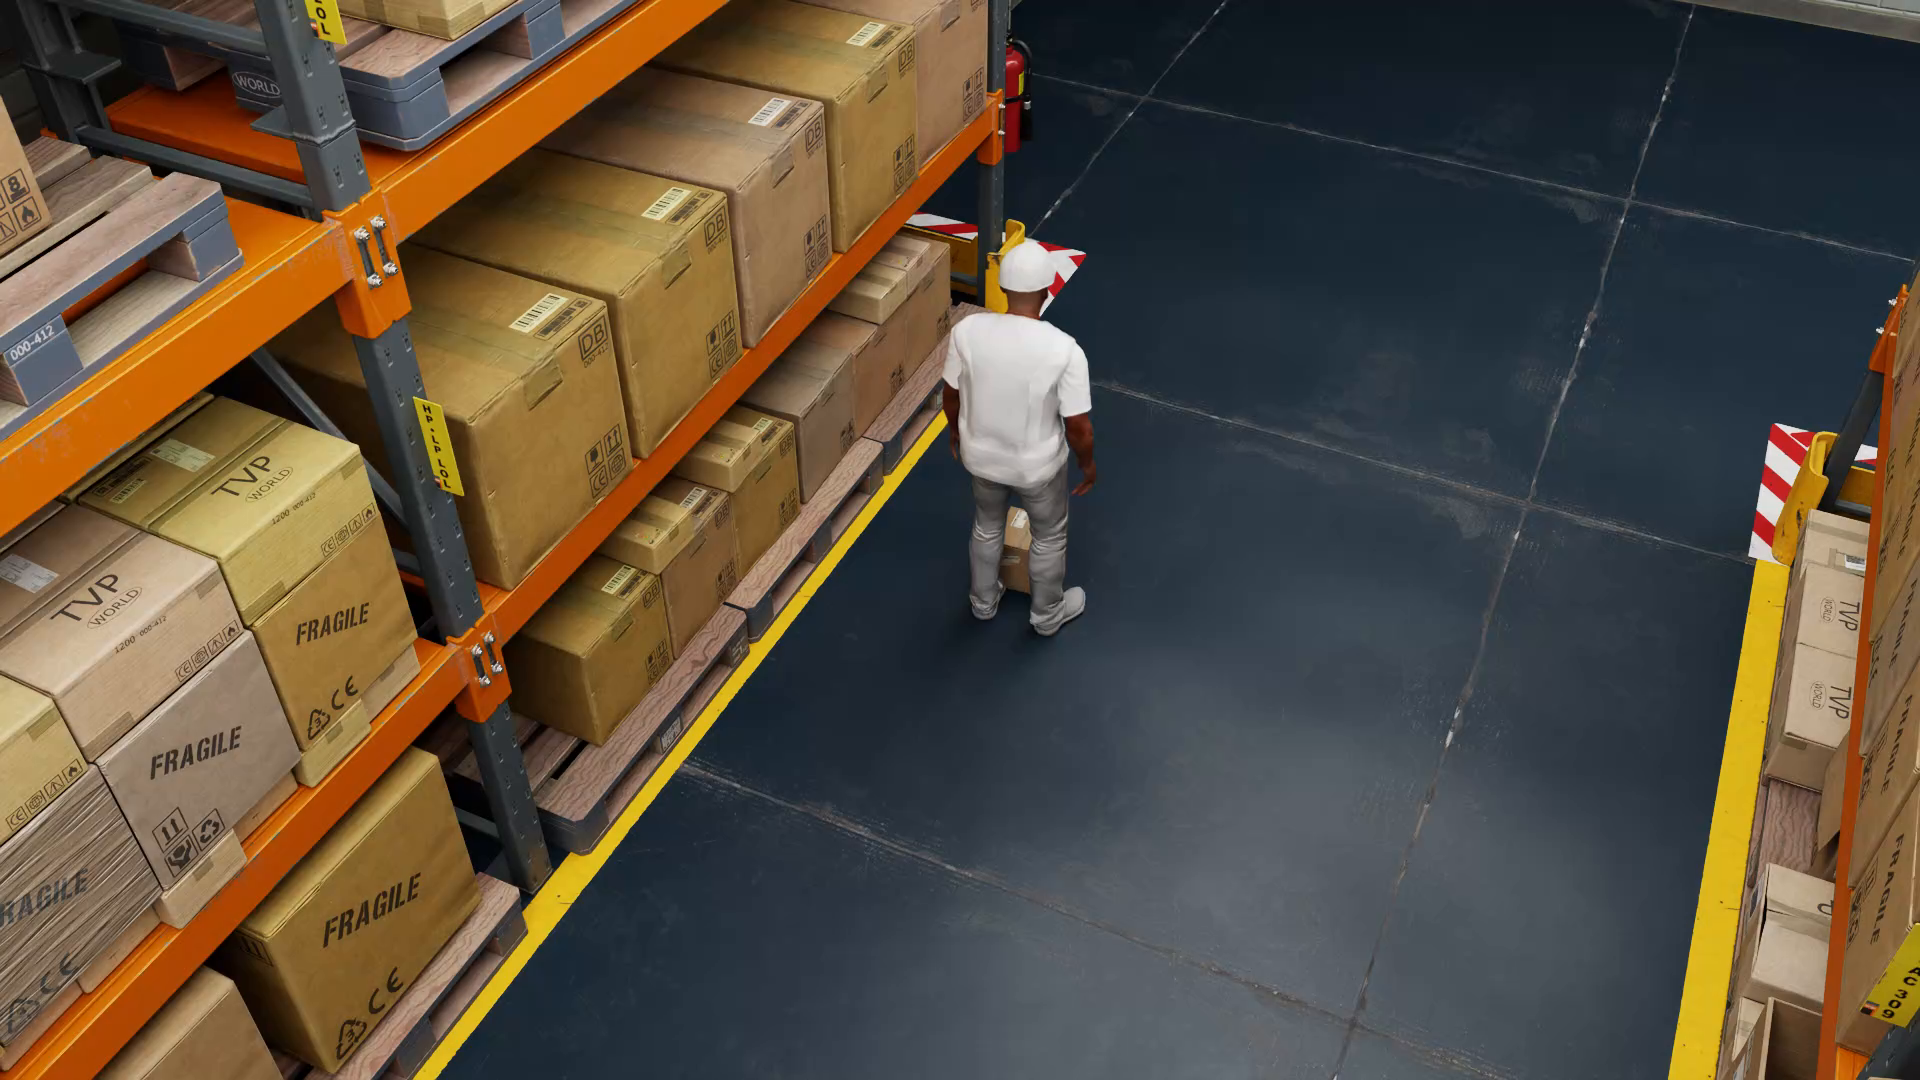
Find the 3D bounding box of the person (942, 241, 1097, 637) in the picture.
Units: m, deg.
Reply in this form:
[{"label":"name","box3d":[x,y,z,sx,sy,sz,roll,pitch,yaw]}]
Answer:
[{"label":"person","box3d":[0.236,-0.364,6.554,0.627,1.761,0.456,17,44,18]}]
